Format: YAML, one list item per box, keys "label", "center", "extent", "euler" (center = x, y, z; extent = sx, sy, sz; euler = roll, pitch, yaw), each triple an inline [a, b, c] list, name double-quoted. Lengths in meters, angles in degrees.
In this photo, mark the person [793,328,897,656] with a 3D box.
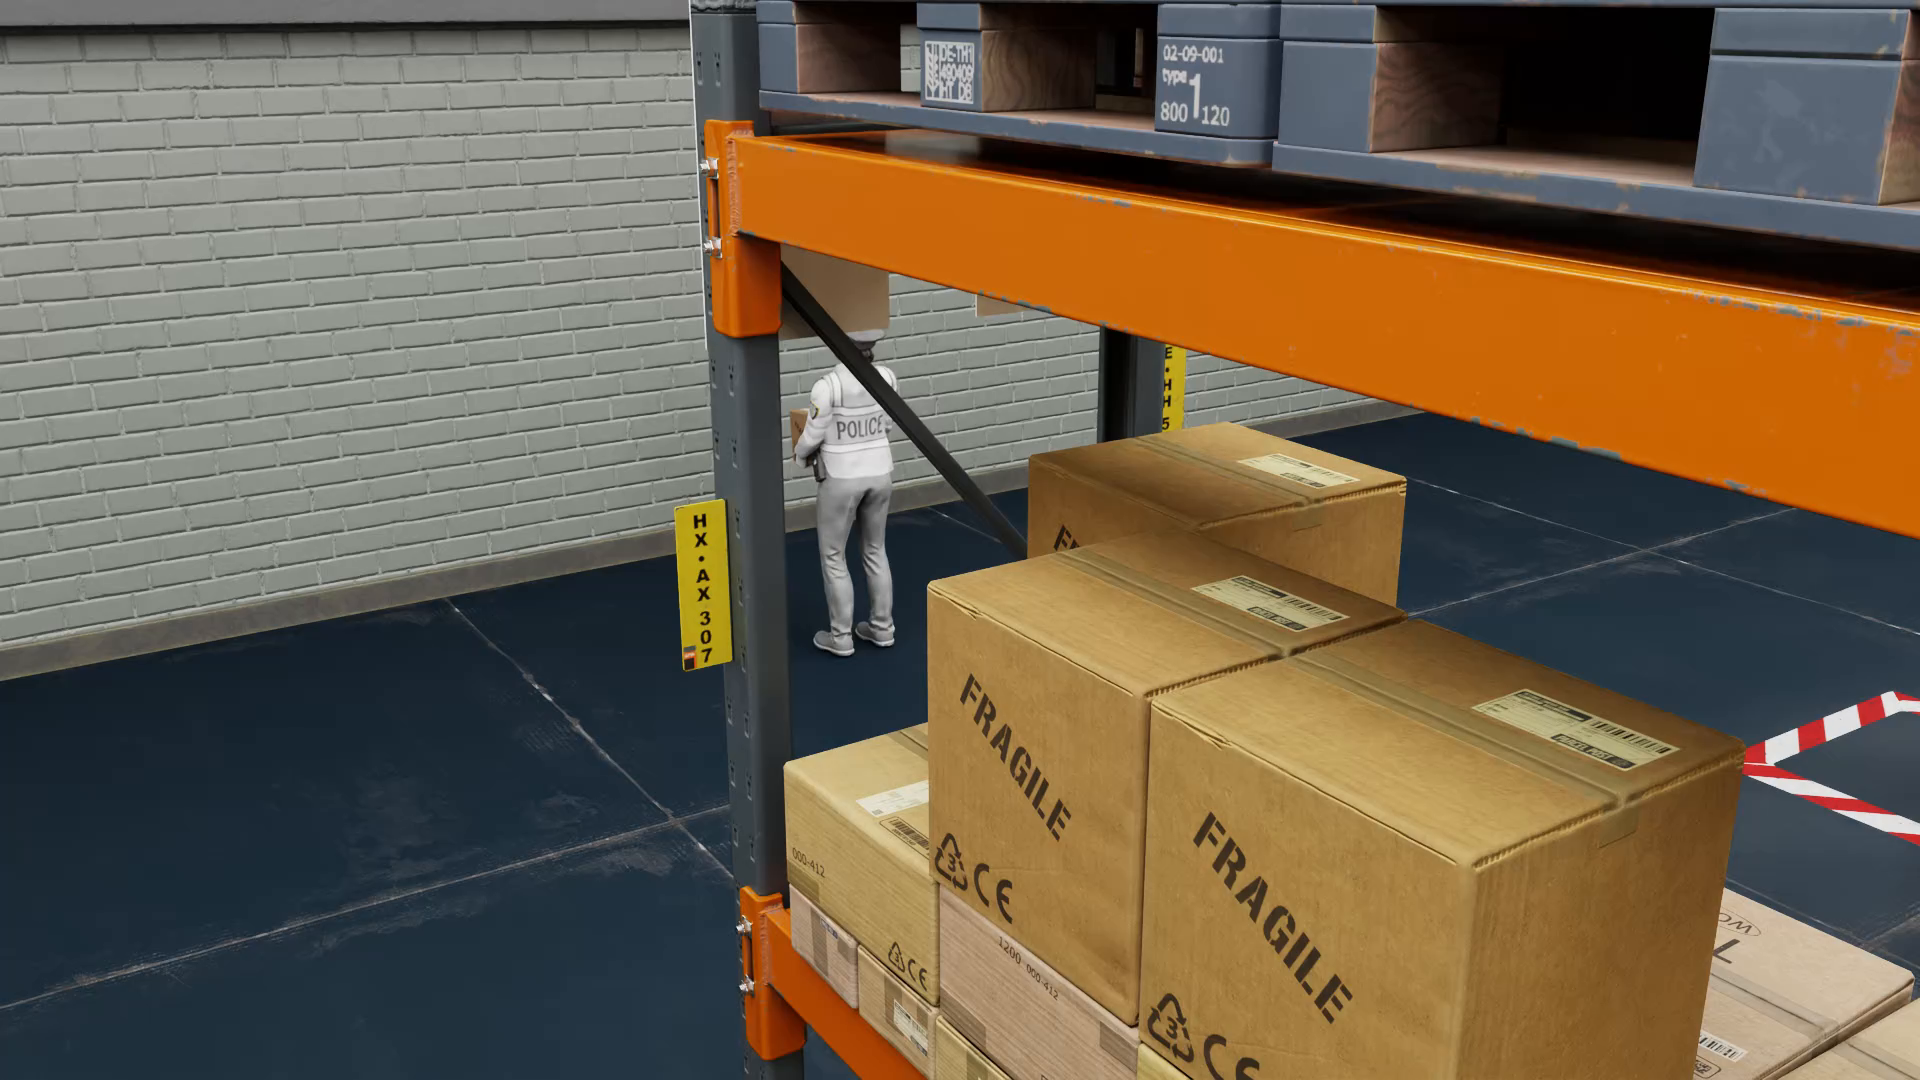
- label: "person"
  center: [-0.543, -0.296, 7.912]
  extent: [0.461, 1.686, 0.563]
  euler: [-12, 21, -31]
